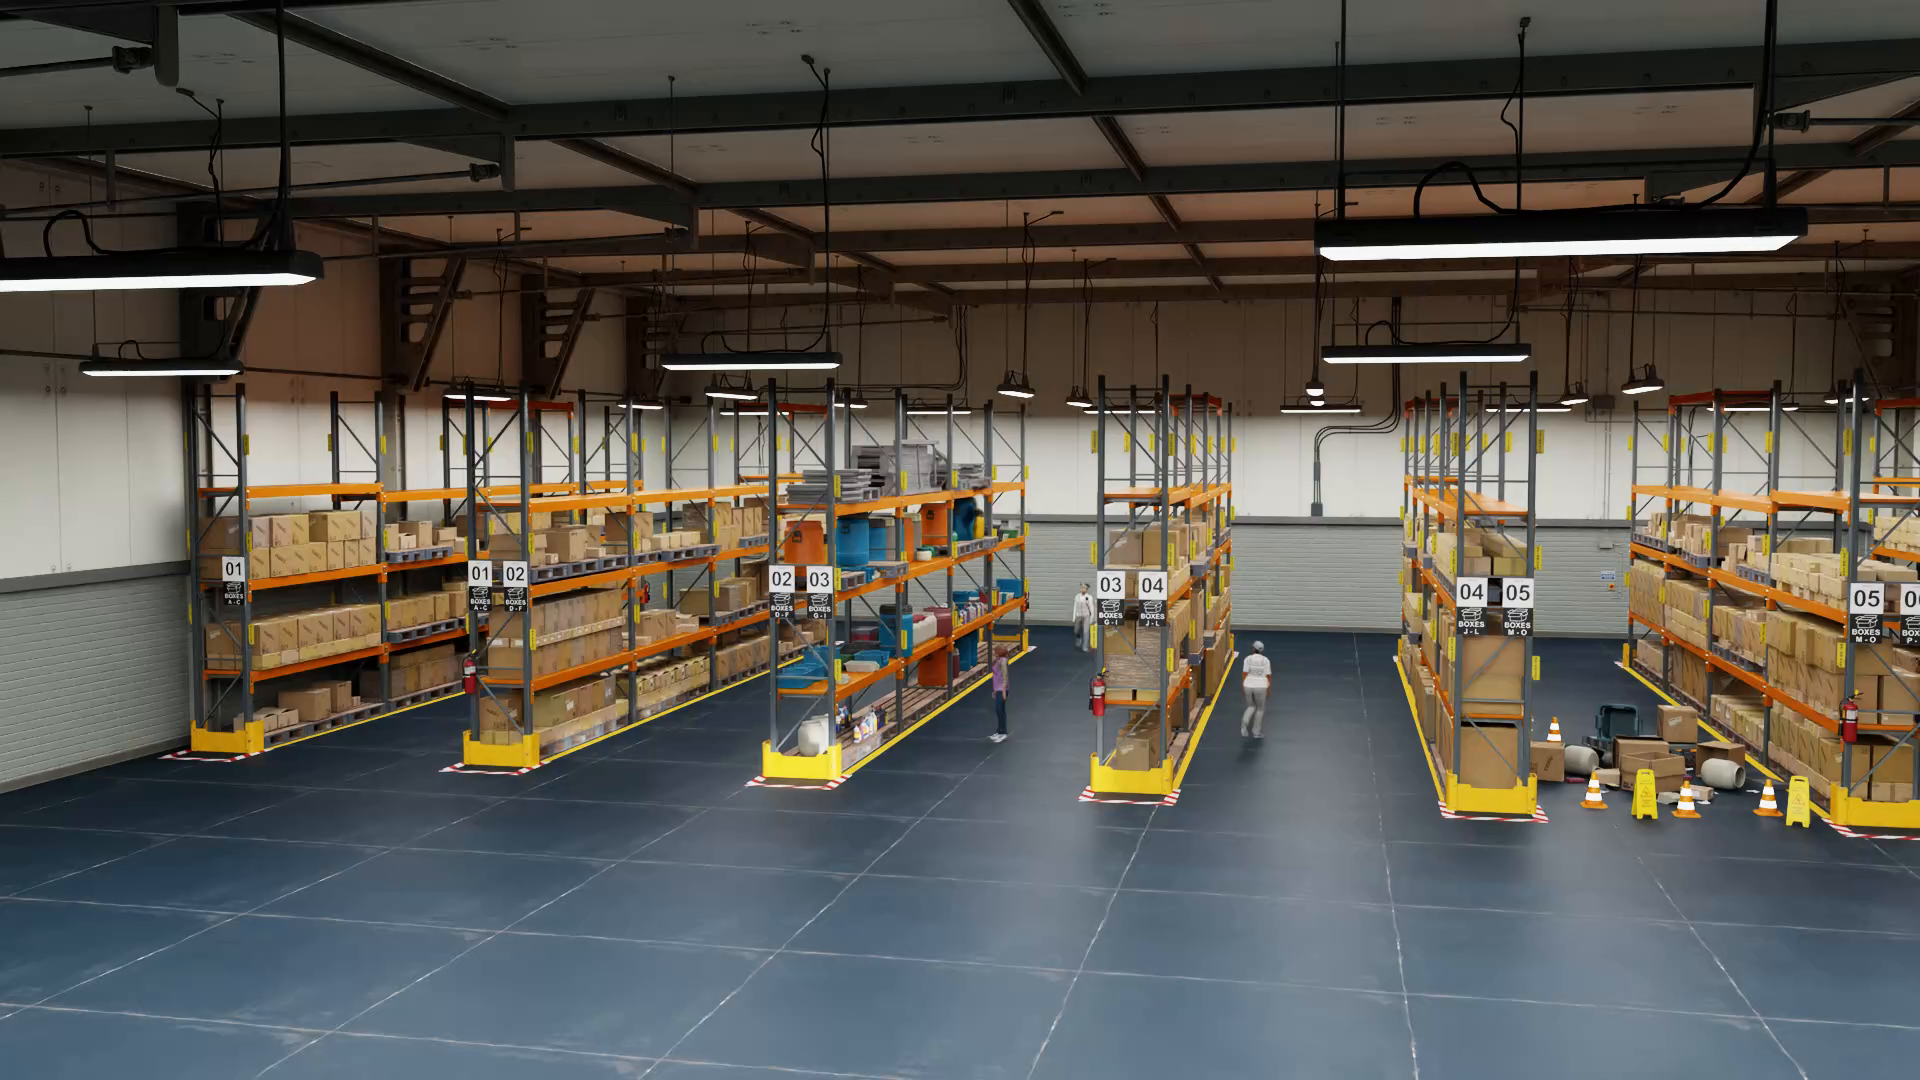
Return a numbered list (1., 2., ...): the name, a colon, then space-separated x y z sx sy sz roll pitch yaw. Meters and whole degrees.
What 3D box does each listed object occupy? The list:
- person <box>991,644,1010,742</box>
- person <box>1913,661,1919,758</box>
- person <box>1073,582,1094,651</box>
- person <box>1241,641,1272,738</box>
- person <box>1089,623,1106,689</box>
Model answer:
1. person: 0.684 2.593 28.253 0.333 1.627 0.503 0 3 -5
2. person: 15.256 2.728 26.263 0.638 1.668 0.806 1 3 11
3. person: 3.009 1.852 40.405 0.509 1.656 0.707 1 3 10
4. person: 5.043 2.543 28.279 0.482 1.658 0.475 3 5 44
5. person: 2.882 2.207 34.355 0.520 1.710 0.477 -2 4 -25
